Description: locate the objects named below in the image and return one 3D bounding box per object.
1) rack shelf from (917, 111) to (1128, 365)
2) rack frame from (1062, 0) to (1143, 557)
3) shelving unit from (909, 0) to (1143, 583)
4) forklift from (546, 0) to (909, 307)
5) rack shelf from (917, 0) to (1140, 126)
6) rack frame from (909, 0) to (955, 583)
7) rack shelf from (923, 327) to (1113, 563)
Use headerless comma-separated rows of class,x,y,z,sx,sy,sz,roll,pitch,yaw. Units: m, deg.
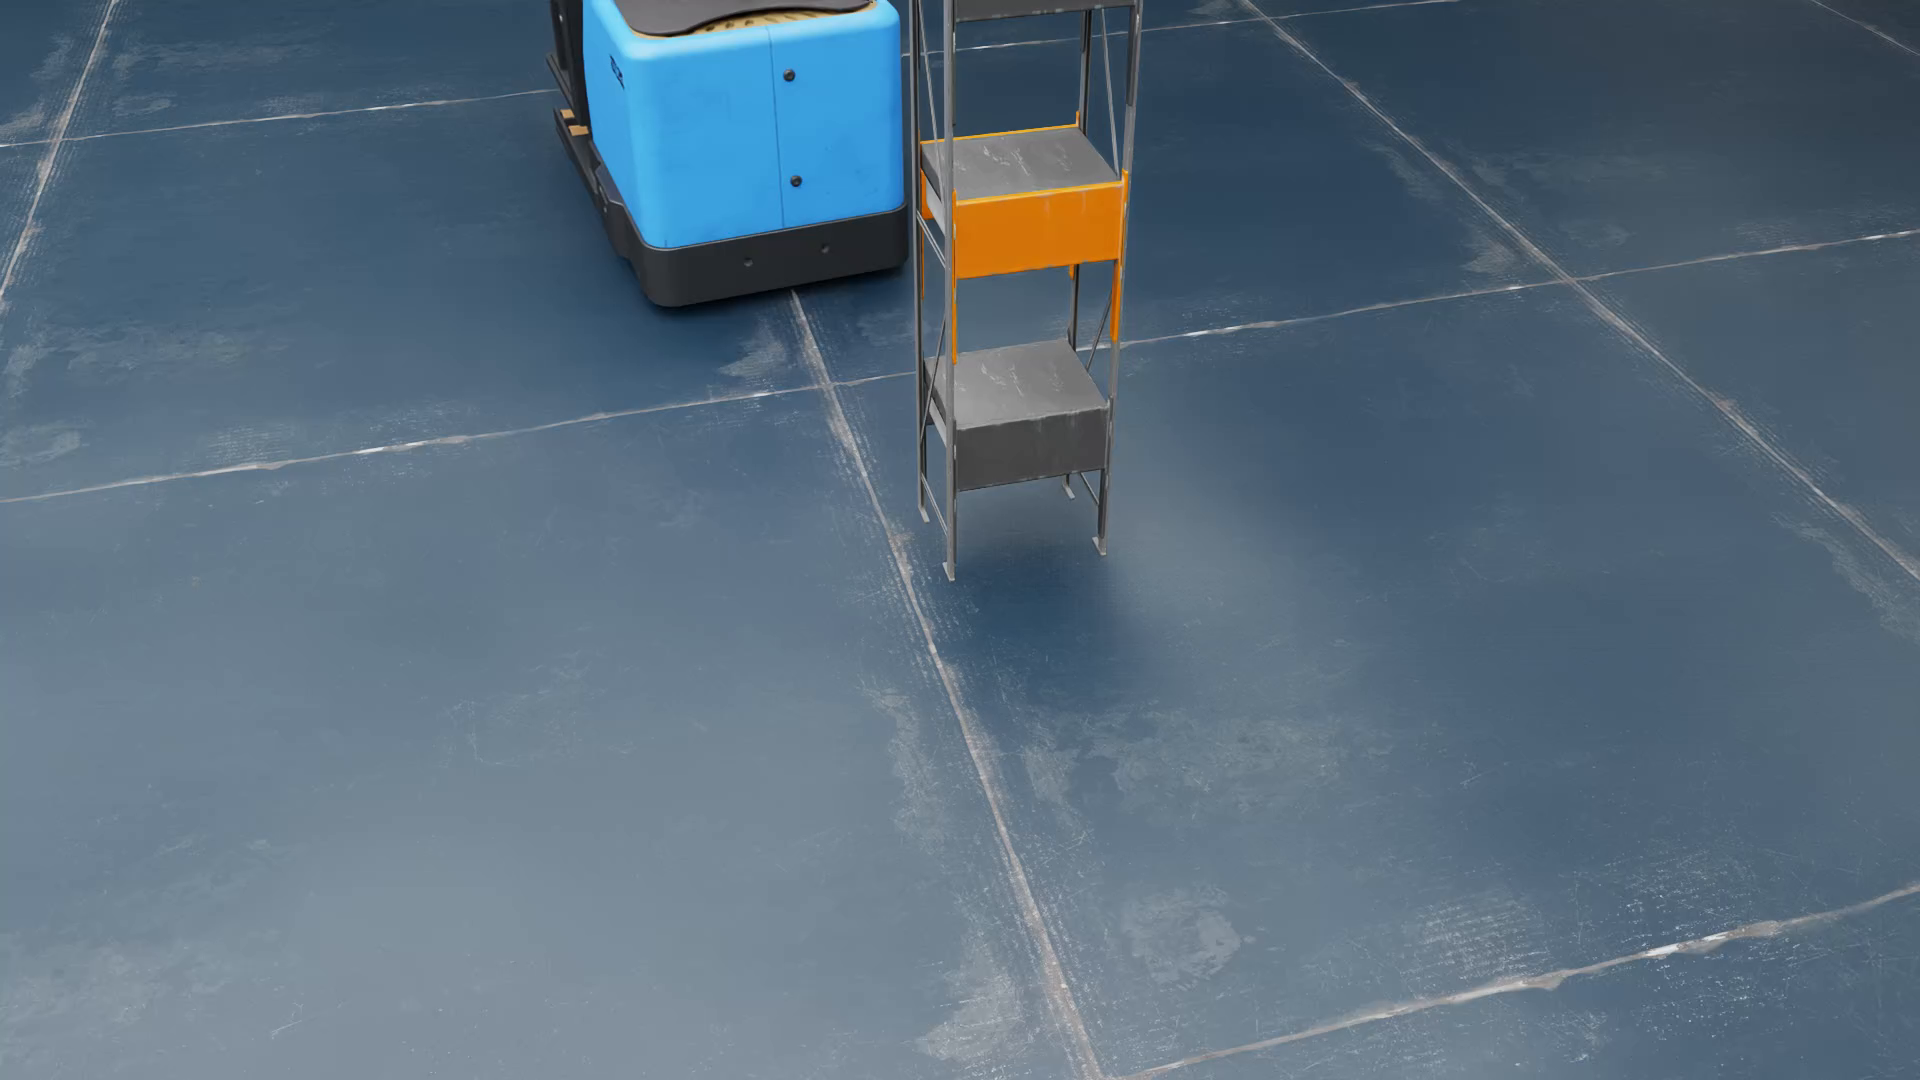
rack shelf,0.160,-0.849,4.655,0.480,0.518,0.431,-9,38,-12
rack frame,0.395,-0.899,4.697,0.015,2.100,0.400,-9,38,-12
shelving unit,0.160,-0.860,4.646,0.503,2.100,0.431,-9,38,-12
forklift,-1.207,-2.941,6.682,1.130,2.935,3.031,-13,39,-17
rack shelf,0.160,-1.405,4.229,0.480,0.518,0.431,-9,38,-12
rack frame,-0.076,-0.822,4.596,0.015,2.100,0.400,-9,38,-12
rack shelf,0.160,-0.293,5.080,0.480,0.518,0.431,-9,38,-12
